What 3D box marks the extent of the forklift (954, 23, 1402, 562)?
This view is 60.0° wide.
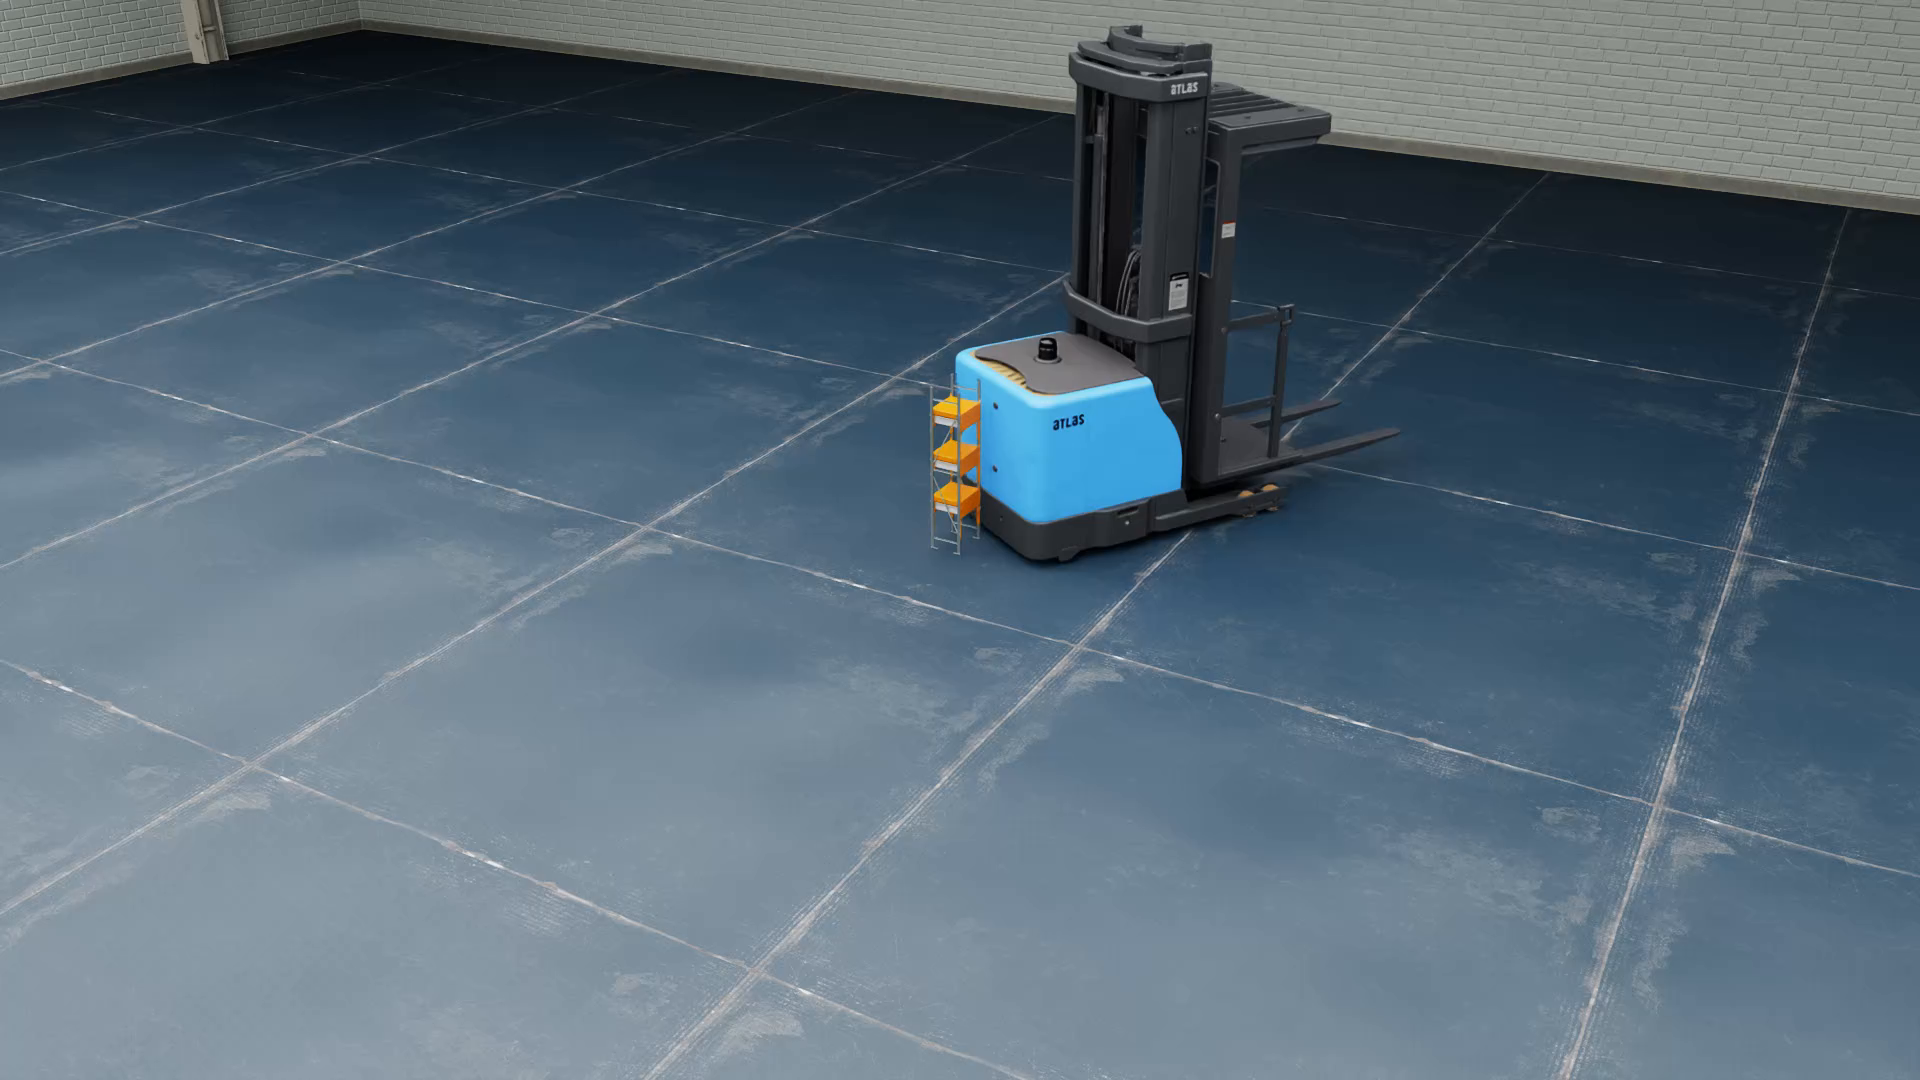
[{"bbox_3d":[1.498,-1.644,10.261,3.031,2.935,1.130,-14,30,-26],"label":"forklift"}]

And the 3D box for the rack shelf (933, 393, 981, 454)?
[{"bbox_3d":[-0.026,-0.693,9.851,0.215,0.259,0.240,14,30,26],"label":"rack shelf"}]

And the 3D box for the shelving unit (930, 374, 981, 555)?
[{"bbox_3d":[-0.026,-0.449,9.973,0.215,1.050,0.252,14,30,26],"label":"shelving unit"}]

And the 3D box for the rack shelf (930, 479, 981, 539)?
[{"bbox_3d":[-0.026,-0.191,10.102,0.215,0.259,0.240,14,30,26],"label":"rack shelf"}]

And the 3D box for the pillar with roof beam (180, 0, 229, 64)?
[{"bbox_3d":[-7.132,-10.036,20.246,9.100,9.000,0.400,14,30,26],"label":"pillar with roof beam"}]

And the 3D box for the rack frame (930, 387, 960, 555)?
[{"bbox_3d":[-0.086,-0.401,9.878,0.200,1.050,0.008,14,30,26],"label":"rack frame"}]

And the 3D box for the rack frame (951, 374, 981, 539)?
[{"bbox_3d":[0.034,-0.496,10.068,0.200,1.050,0.008,14,30,26],"label":"rack frame"}]

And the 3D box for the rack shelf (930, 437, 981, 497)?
[{"bbox_3d":[-0.026,-0.439,9.978,0.215,0.259,0.240,14,30,26],"label":"rack shelf"}]
